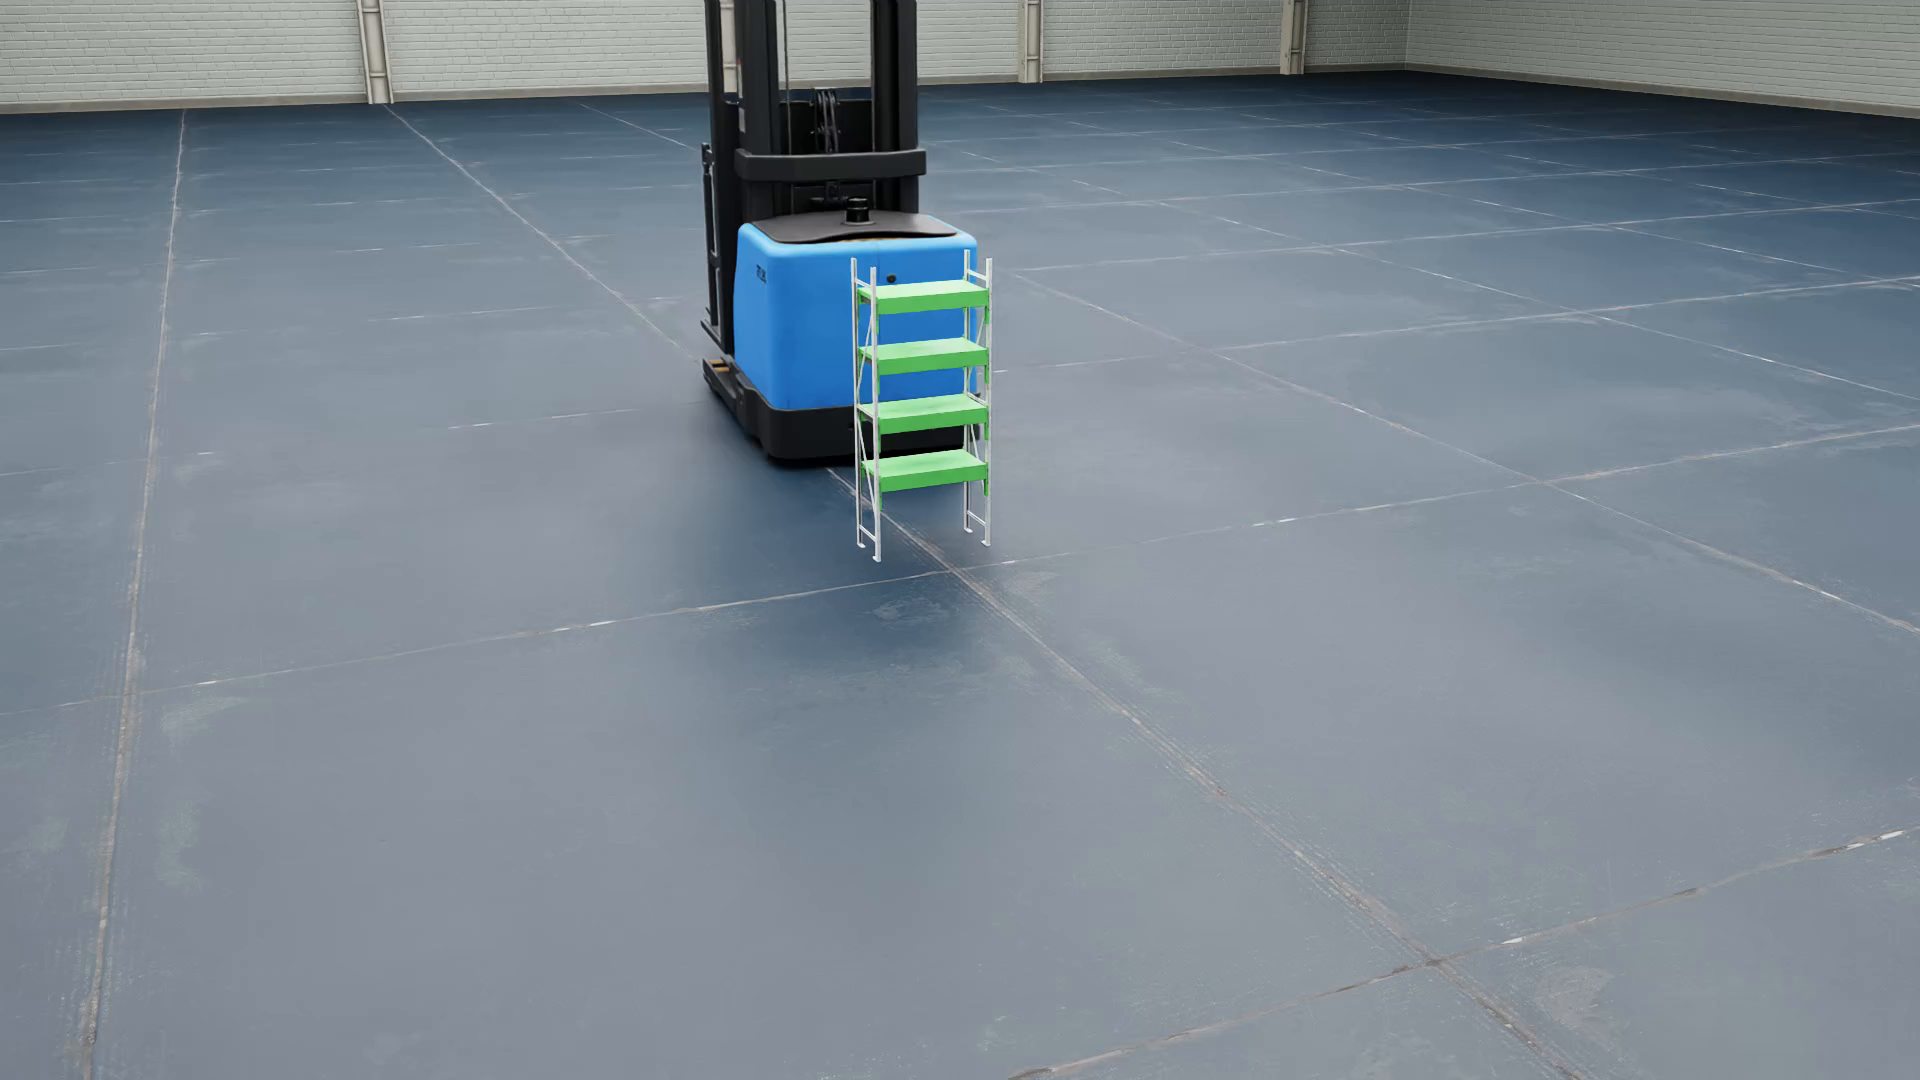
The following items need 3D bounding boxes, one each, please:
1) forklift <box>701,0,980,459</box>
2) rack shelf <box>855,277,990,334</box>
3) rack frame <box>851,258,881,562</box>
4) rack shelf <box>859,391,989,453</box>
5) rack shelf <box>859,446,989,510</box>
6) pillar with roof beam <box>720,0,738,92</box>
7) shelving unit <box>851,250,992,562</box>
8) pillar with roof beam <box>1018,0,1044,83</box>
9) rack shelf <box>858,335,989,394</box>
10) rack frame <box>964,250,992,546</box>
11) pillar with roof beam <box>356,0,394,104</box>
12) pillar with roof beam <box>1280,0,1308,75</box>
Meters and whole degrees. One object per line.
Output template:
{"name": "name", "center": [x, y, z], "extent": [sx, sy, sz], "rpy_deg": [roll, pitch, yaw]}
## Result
{"name": "forklift", "center": [-0.832, -2.220, 8.914], "extent": [1.130, 2.935, 3.031], "rpy_deg": [-6, 20, -17]}
{"name": "rack shelf", "center": [-0.152, -0.937, 6.623], "extent": [0.480, 0.148, 0.258], "rpy_deg": [-8, 21, -22]}
{"name": "rack frame", "center": [-0.376, -0.512, 6.670], "extent": [0.015, 1.200, 0.240], "rpy_deg": [-8, 21, -22]}
{"name": "rack shelf", "center": [-0.152, -0.484, 6.782], "extent": [0.480, 0.148, 0.258], "rpy_deg": [-8, 21, -22]}
{"name": "rack shelf", "center": [-0.152, -0.258, 6.862], "extent": [0.480, 0.148, 0.258], "rpy_deg": [-8, 21, -22]}
{"name": "pillar with roof beam", "center": [-2.447, -11.013, 24.750], "extent": [0.400, 9.000, 9.100], "rpy_deg": [-8, 21, -22]}
{"name": "shelving unit", "center": [-0.152, -0.544, 6.761], "extent": [0.503, 1.200, 0.258], "rpy_deg": [-8, 21, -22]}
{"name": "pillar with roof beam", "center": [3.062, -11.802, 26.992], "extent": [0.400, 9.000, 9.100], "rpy_deg": [-8, 21, -22]}
{"name": "rack shelf", "center": [-0.152, -0.710, 6.702], "extent": [0.480, 0.148, 0.258], "rpy_deg": [-8, 21, -22]}
{"name": "rack frame", "center": [0.072, -0.576, 6.852], "extent": [0.015, 1.200, 0.240], "rpy_deg": [-8, 21, -22]}
{"name": "pillar with roof beam", "center": [-7.956, -10.224, 22.509], "extent": [0.400, 9.000, 9.100], "rpy_deg": [-8, 21, -22]}
{"name": "pillar with roof beam", "center": [8.571, -12.592, 29.234], "extent": [0.400, 9.000, 9.100], "rpy_deg": [-8, 21, -22]}
